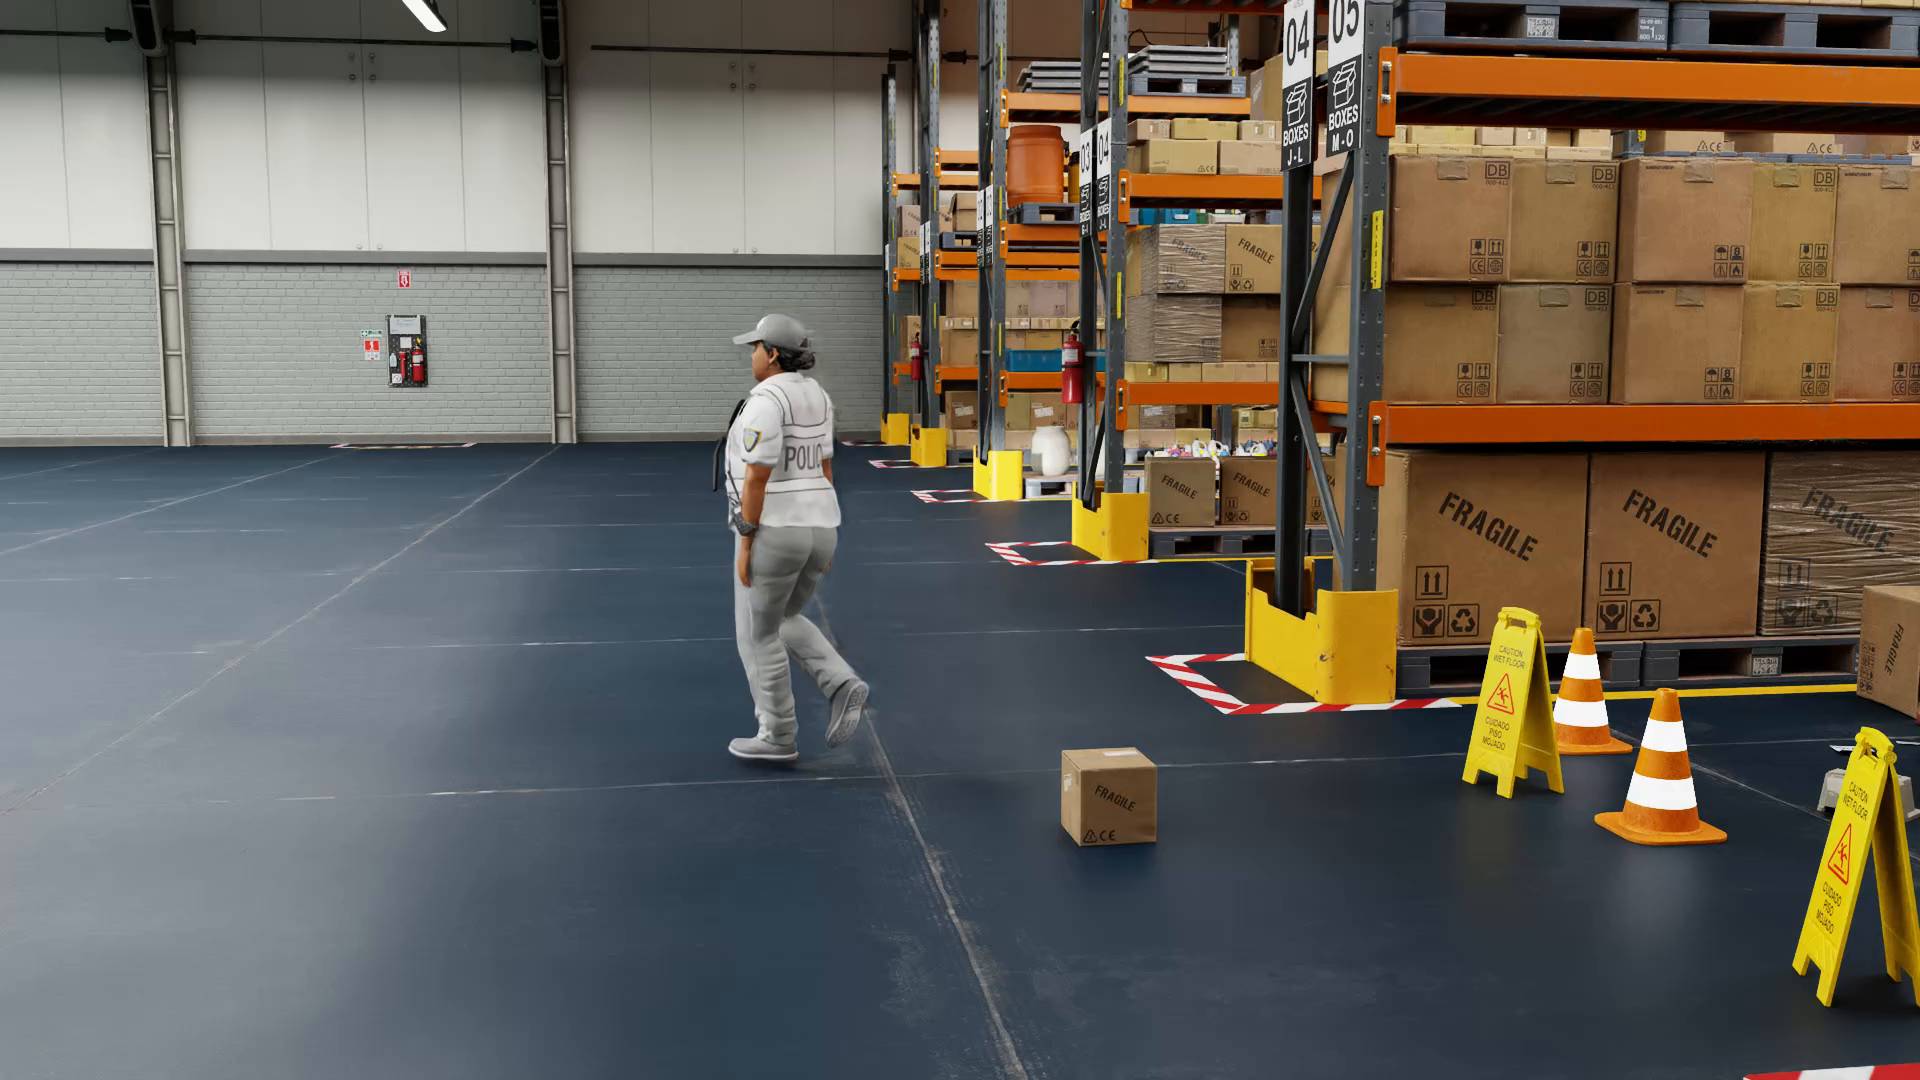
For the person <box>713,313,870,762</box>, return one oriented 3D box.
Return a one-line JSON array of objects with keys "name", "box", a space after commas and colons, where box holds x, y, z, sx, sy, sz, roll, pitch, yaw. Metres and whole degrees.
[{"name": "person", "box": [-0.622, -0.006, 6.159, 0.498, 1.652, 0.502, 3, 7, 28]}]
